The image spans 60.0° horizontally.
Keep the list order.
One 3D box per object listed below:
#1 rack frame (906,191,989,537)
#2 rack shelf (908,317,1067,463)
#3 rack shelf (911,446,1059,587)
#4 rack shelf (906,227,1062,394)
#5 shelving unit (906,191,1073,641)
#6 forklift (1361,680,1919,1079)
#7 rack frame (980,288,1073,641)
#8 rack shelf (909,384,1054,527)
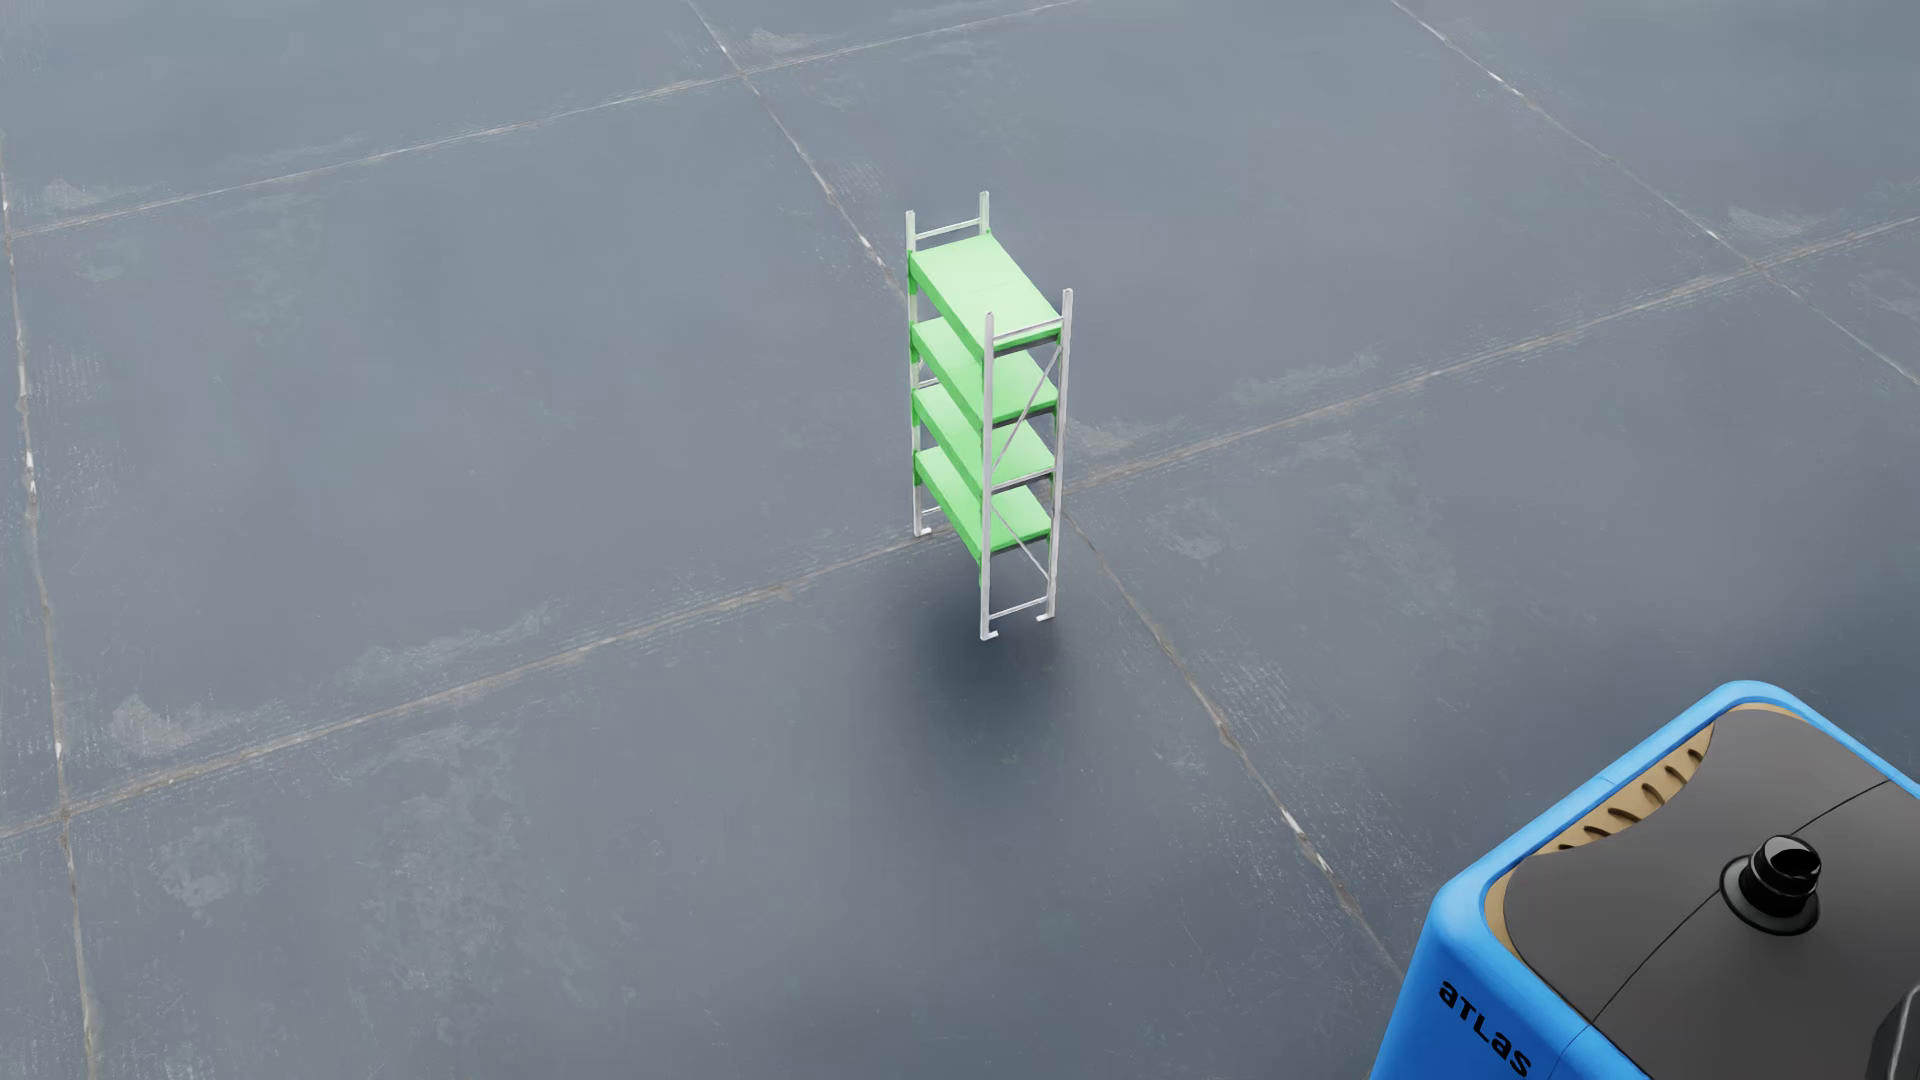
[{"bbox_3d":[-0.033,-0.477,4.879,0.240,1.200,0.015,-18,47,-17],"label":"rack frame"},{"bbox_3d":[0.070,-0.447,4.598,0.258,0.148,0.480,-18,47,-17],"label":"rack shelf"},{"bbox_3d":[0.070,-0.105,4.935,0.258,0.148,0.480,-18,47,-17],"label":"rack shelf"},{"bbox_3d":[0.070,-0.618,4.429,0.258,0.148,0.480,-18,47,-17],"label":"rack shelf"},{"bbox_3d":[0.070,-0.322,4.722,0.258,1.200,0.503,-18,47,-17],"label":"shelving unit"},{"bbox_3d":[2.123,1.025,2.124,1.130,2.935,3.031,-27,51,-25],"label":"forklift"},{"bbox_3d":[0.172,-0.166,4.564,0.240,1.200,0.015,-18,47,-17],"label":"rack frame"},{"bbox_3d":[0.070,-0.276,4.767,0.258,0.148,0.480,-18,47,-17],"label":"rack shelf"}]
